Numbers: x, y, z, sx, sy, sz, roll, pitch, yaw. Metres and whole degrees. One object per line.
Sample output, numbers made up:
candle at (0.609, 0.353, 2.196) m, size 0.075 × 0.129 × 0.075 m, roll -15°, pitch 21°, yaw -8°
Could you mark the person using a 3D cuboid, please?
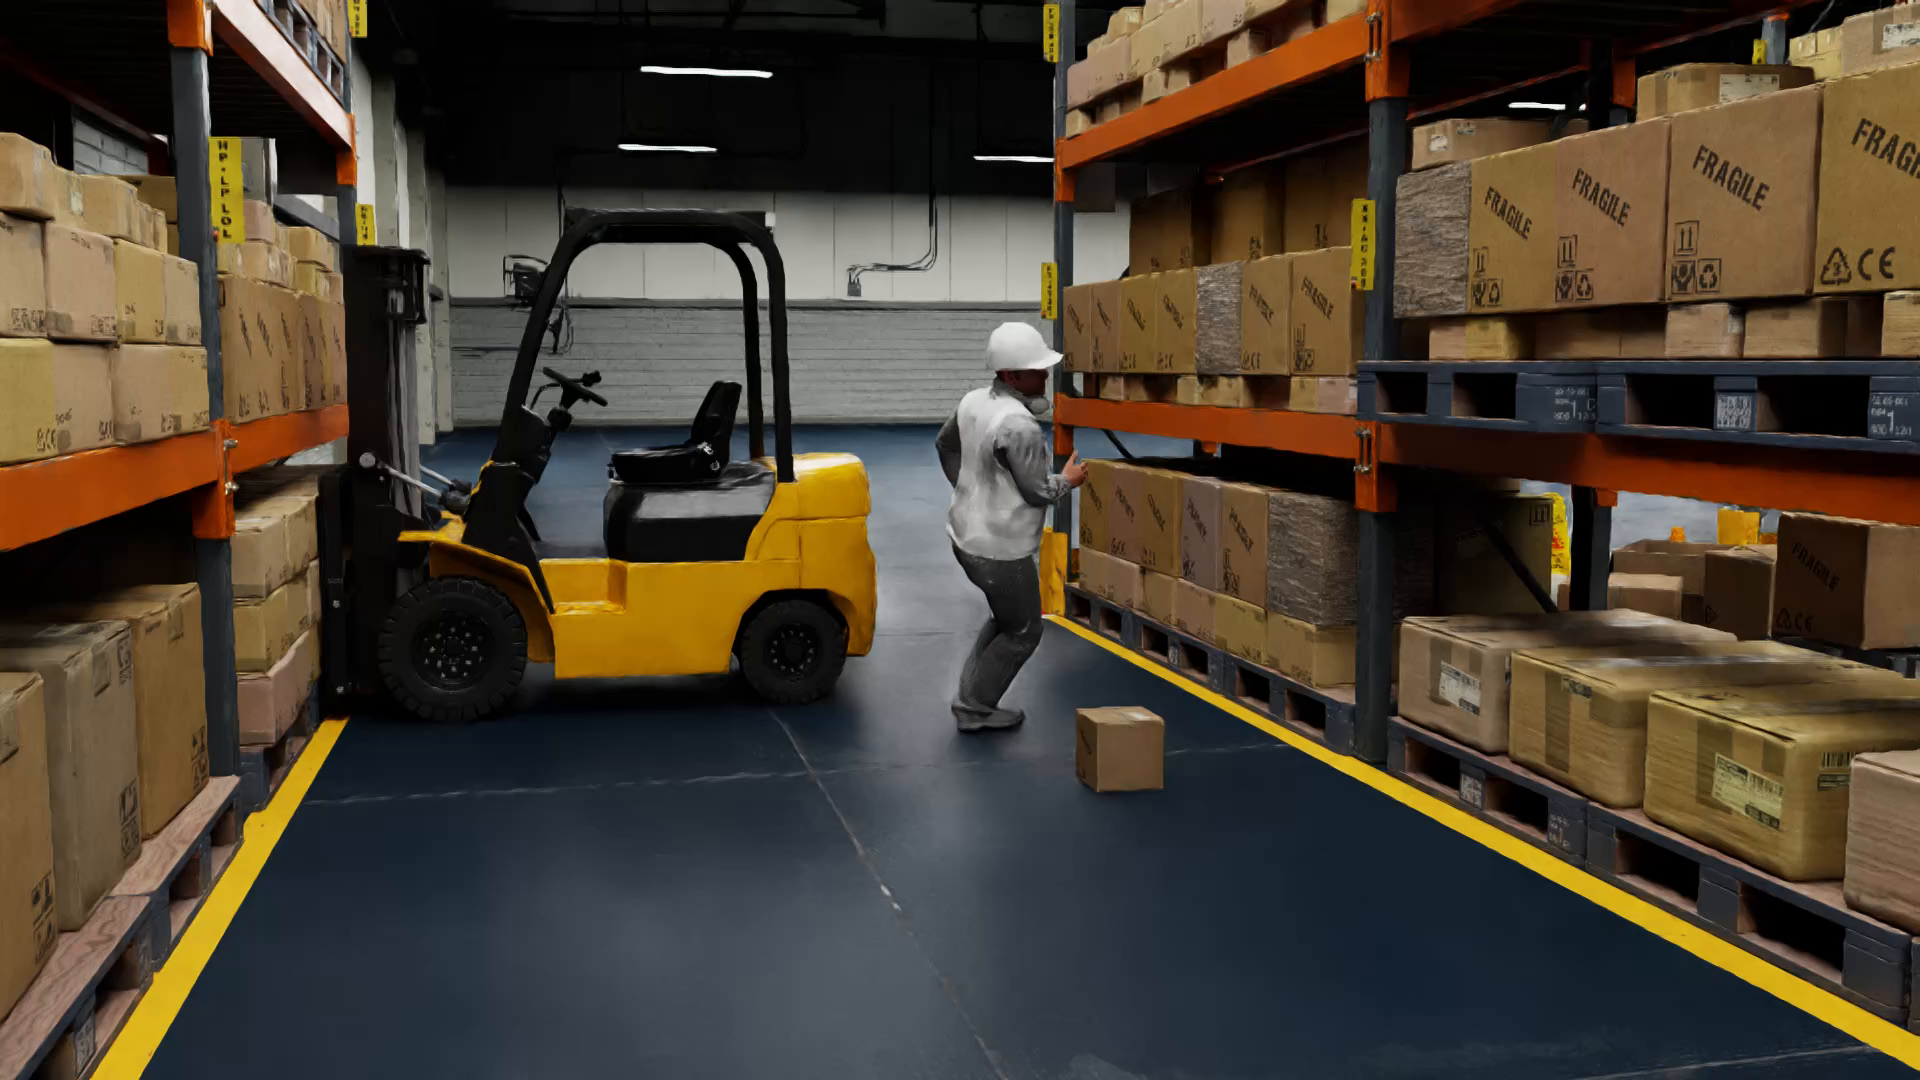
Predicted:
person at (0.209, -0.016, 6.678) m, size 0.567 × 1.688 × 0.905 m, roll -2°, pitch 6°, yaw -19°
